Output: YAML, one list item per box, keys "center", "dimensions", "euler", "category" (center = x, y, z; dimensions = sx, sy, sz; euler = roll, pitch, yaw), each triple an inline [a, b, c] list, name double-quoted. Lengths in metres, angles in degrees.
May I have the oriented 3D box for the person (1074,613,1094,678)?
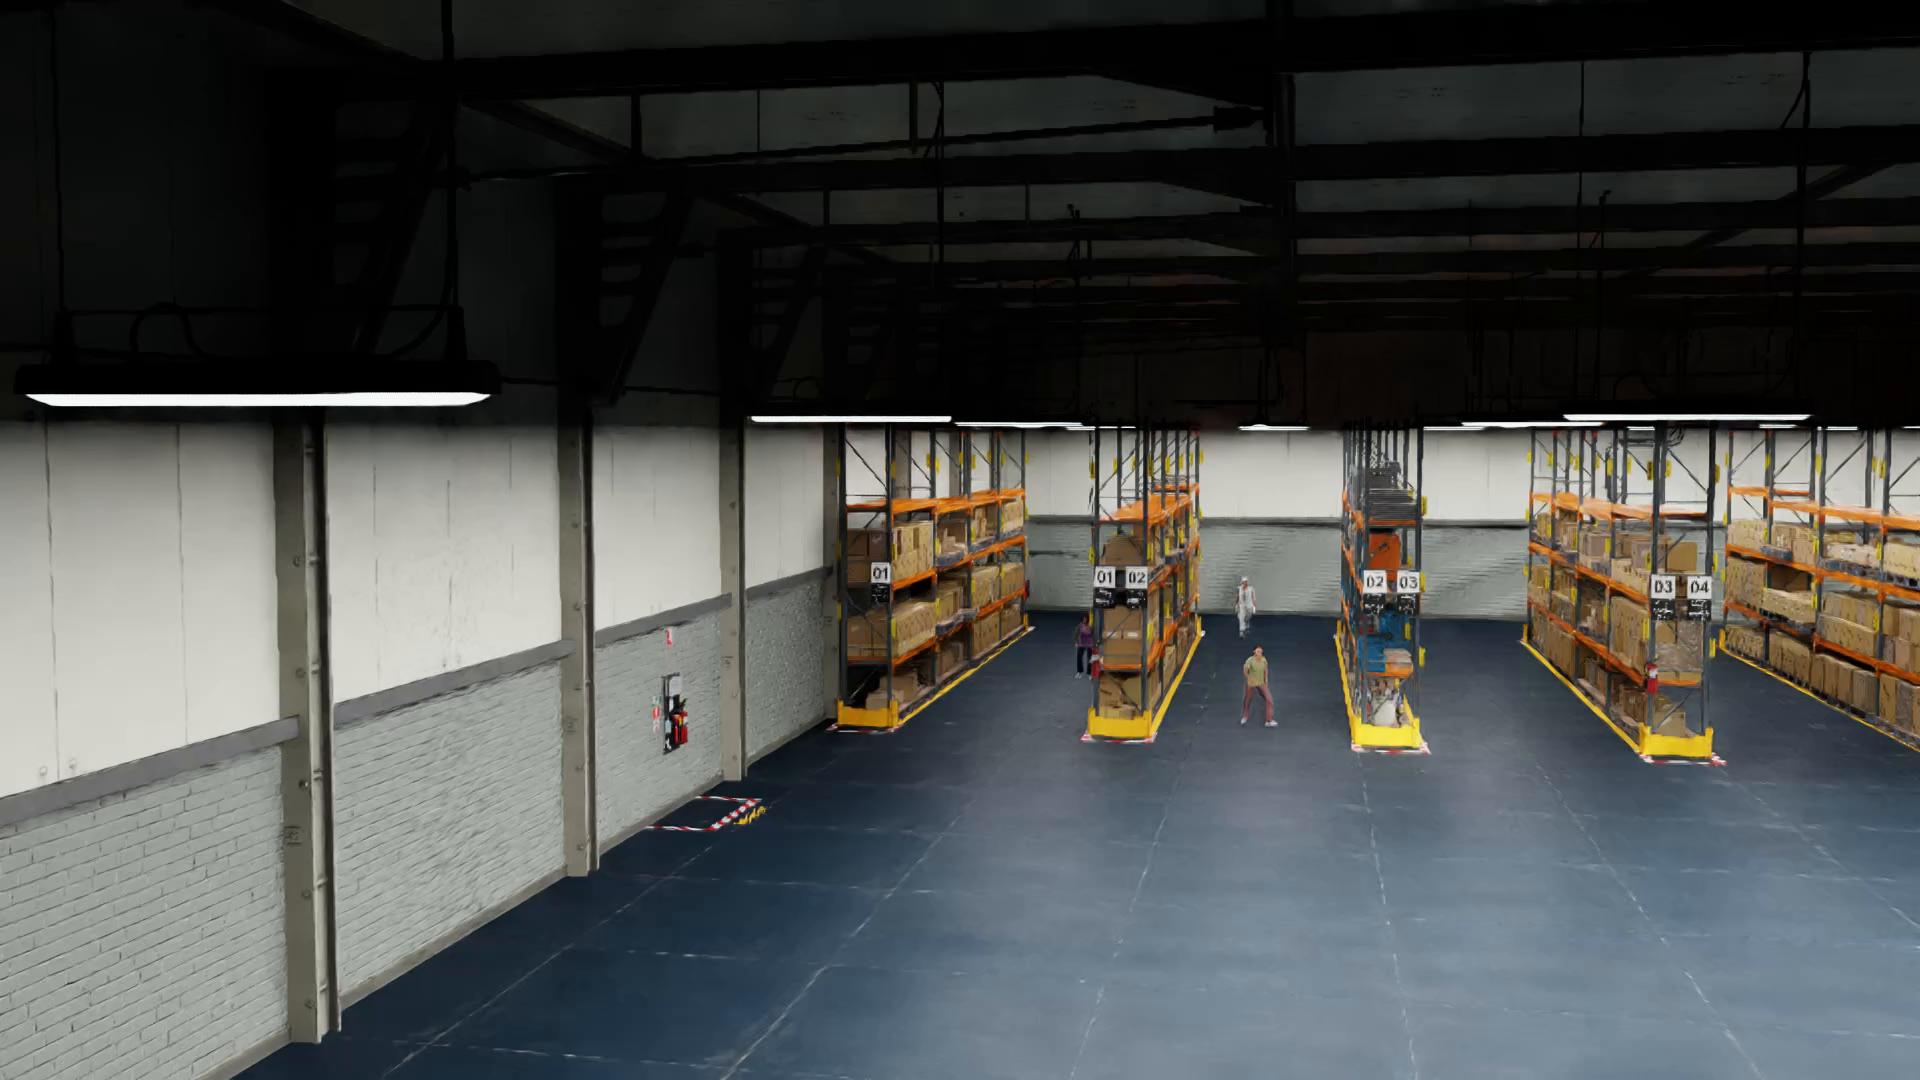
- center: [2.918, 2.453, 38.629]
  dimensions: [0.566, 1.541, 0.519]
  euler: [1, 4, 9]
  category: "person"

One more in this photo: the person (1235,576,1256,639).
- center: [7.924, 1.863, 46.134]
  dimensions: [0.566, 1.736, 1.044]
  euler: [1, 4, 11]
  category: "person"

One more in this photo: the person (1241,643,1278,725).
- center: [5.799, 2.804, 32.456]
  dimensions: [0.625, 1.607, 0.802]
  euler: [0, 4, -8]
  category: "person"
